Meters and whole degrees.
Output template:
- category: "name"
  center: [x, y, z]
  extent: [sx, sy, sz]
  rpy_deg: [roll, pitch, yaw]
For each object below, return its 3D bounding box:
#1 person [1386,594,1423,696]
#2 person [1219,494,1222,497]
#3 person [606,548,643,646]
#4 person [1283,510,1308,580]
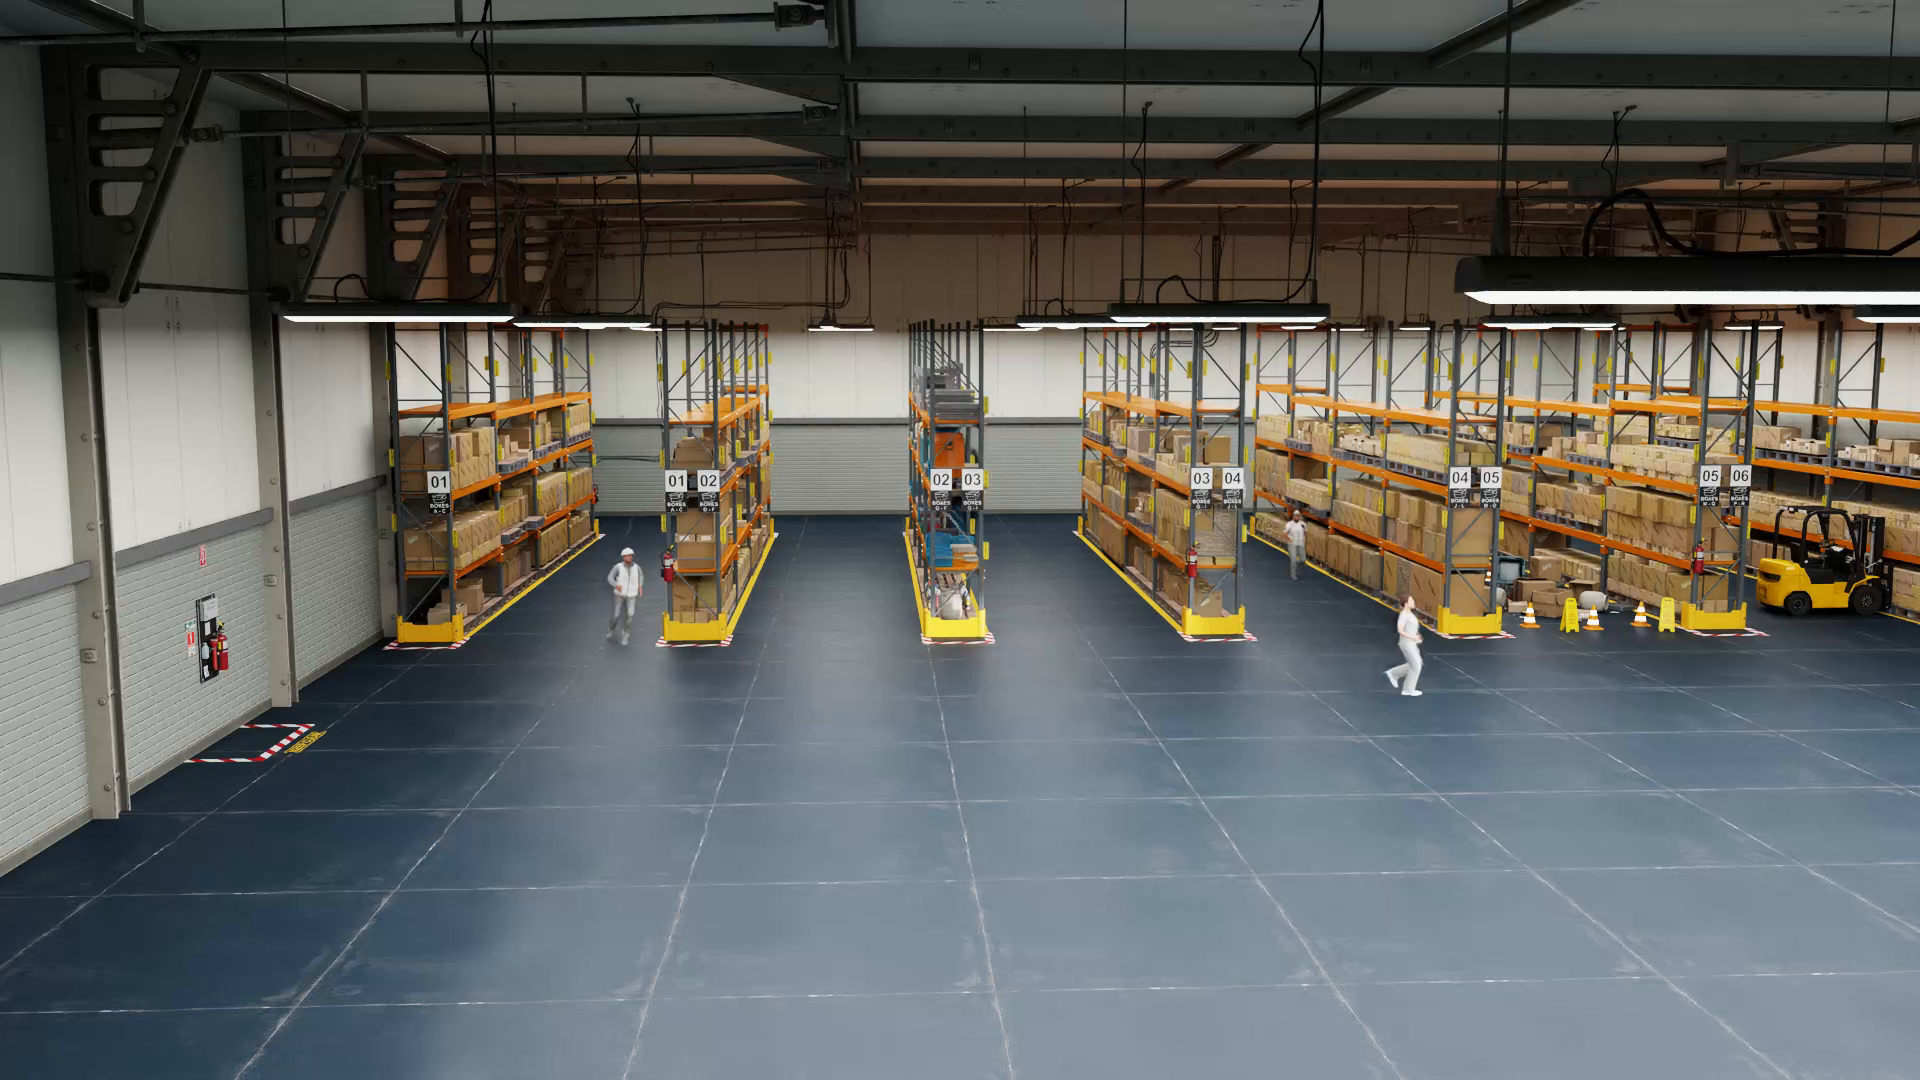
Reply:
- category: "person"
  center: [7.076, 1.659, 26.434]
  extent: [0.594, 1.617, 0.561]
  rpy_deg: [4, 8, 26]
- category: "person"
  center: [7.168, -0.970, 47.908]
  extent: [0.740, 1.636, 0.894]
  rpy_deg: [2, 7, 17]
- category: "person"
  center: [-6.229, 1.042, 30.989]
  extent: [0.721, 1.800, 0.757]
  rpy_deg: [-3, 8, -22]
- category: "person"
  center: [7.869, 0.119, 38.968]
  extent: [0.604, 1.604, 0.575]
  rpy_deg: [0, 7, -4]
